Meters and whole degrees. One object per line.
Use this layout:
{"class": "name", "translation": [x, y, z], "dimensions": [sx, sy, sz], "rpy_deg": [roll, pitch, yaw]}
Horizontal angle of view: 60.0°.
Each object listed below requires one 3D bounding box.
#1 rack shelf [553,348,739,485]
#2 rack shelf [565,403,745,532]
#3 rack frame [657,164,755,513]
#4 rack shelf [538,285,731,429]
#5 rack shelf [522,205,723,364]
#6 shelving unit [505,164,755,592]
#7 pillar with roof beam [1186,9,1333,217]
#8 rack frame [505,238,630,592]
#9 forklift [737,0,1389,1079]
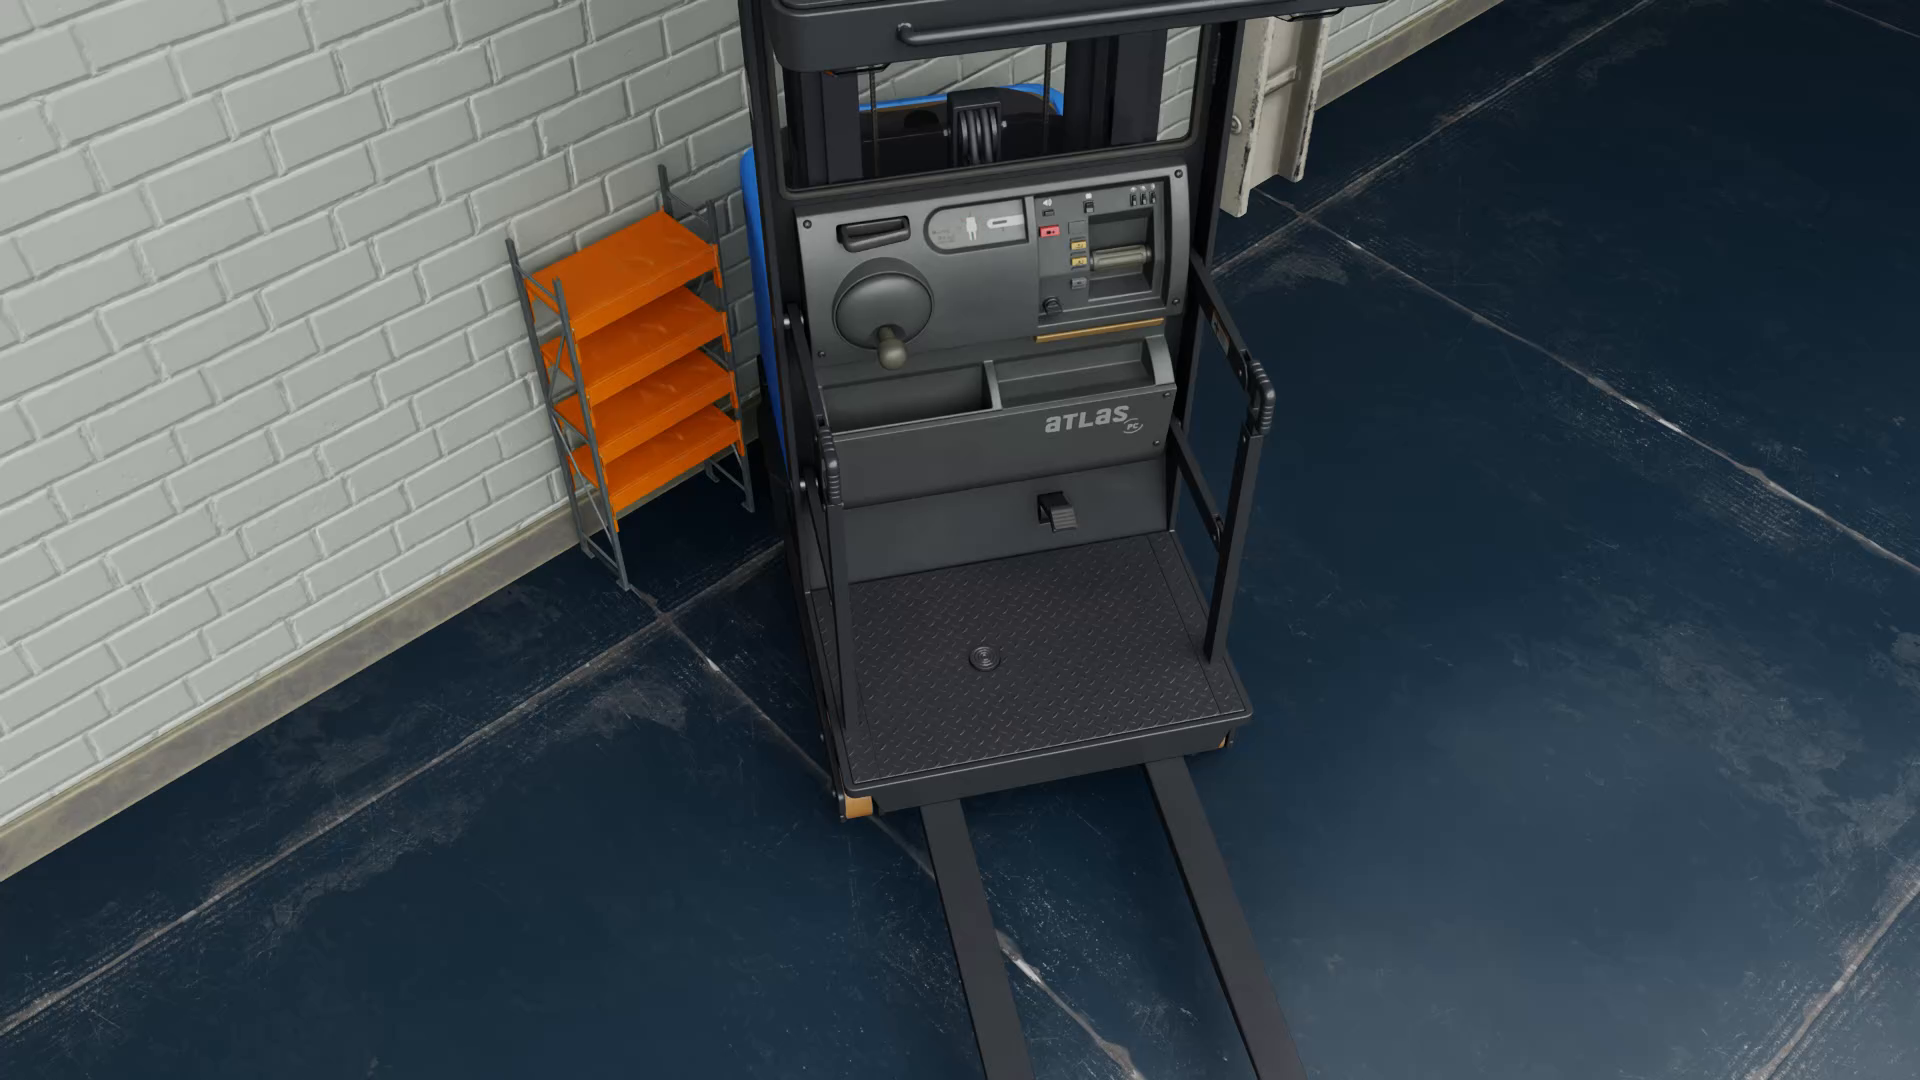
{"class": "rack shelf", "translation": [-0.923, -0.392, 4.887], "dimensions": [0.480, 0.148, 0.258], "rpy_deg": [-34, 56, -28]}
{"class": "rack shelf", "translation": [-0.923, -0.258, 5.033], "dimensions": [0.480, 0.148, 0.258], "rpy_deg": [-34, 56, -28]}
{"class": "rack frame", "translation": [-0.745, -0.560, 4.951], "dimensions": [0.015, 1.200, 0.240], "rpy_deg": [-34, 56, -28]}
{"class": "rack shelf", "translation": [-0.923, -0.544, 4.723], "dimensions": [0.480, 0.148, 0.258], "rpy_deg": [-34, 56, -28]}
{"class": "rack shelf", "translation": [-0.923, -0.705, 4.549], "dimensions": [0.480, 0.148, 0.258], "rpy_deg": [-34, 56, -28]}
{"class": "shelving unit", "translation": [-0.923, -0.438, 4.838], "dimensions": [0.503, 1.200, 0.258], "rpy_deg": [-34, 56, -28]}
{"class": "pillar with roof beam", "translation": [4.006, -2.131, 1.093], "dimensions": [0.400, 9.000, 9.100], "rpy_deg": [-34, 56, -27]}
{"class": "rack frame", "translation": [-1.102, -0.316, 4.725], "dimensions": [0.015, 1.200, 0.240], "rpy_deg": [-34, 56, -28]}
{"class": "forklift", "translation": [0.138, -0.548, 3.761], "dimensions": [1.130, 2.935, 3.031], "rpy_deg": [-9, 48, -9]}
